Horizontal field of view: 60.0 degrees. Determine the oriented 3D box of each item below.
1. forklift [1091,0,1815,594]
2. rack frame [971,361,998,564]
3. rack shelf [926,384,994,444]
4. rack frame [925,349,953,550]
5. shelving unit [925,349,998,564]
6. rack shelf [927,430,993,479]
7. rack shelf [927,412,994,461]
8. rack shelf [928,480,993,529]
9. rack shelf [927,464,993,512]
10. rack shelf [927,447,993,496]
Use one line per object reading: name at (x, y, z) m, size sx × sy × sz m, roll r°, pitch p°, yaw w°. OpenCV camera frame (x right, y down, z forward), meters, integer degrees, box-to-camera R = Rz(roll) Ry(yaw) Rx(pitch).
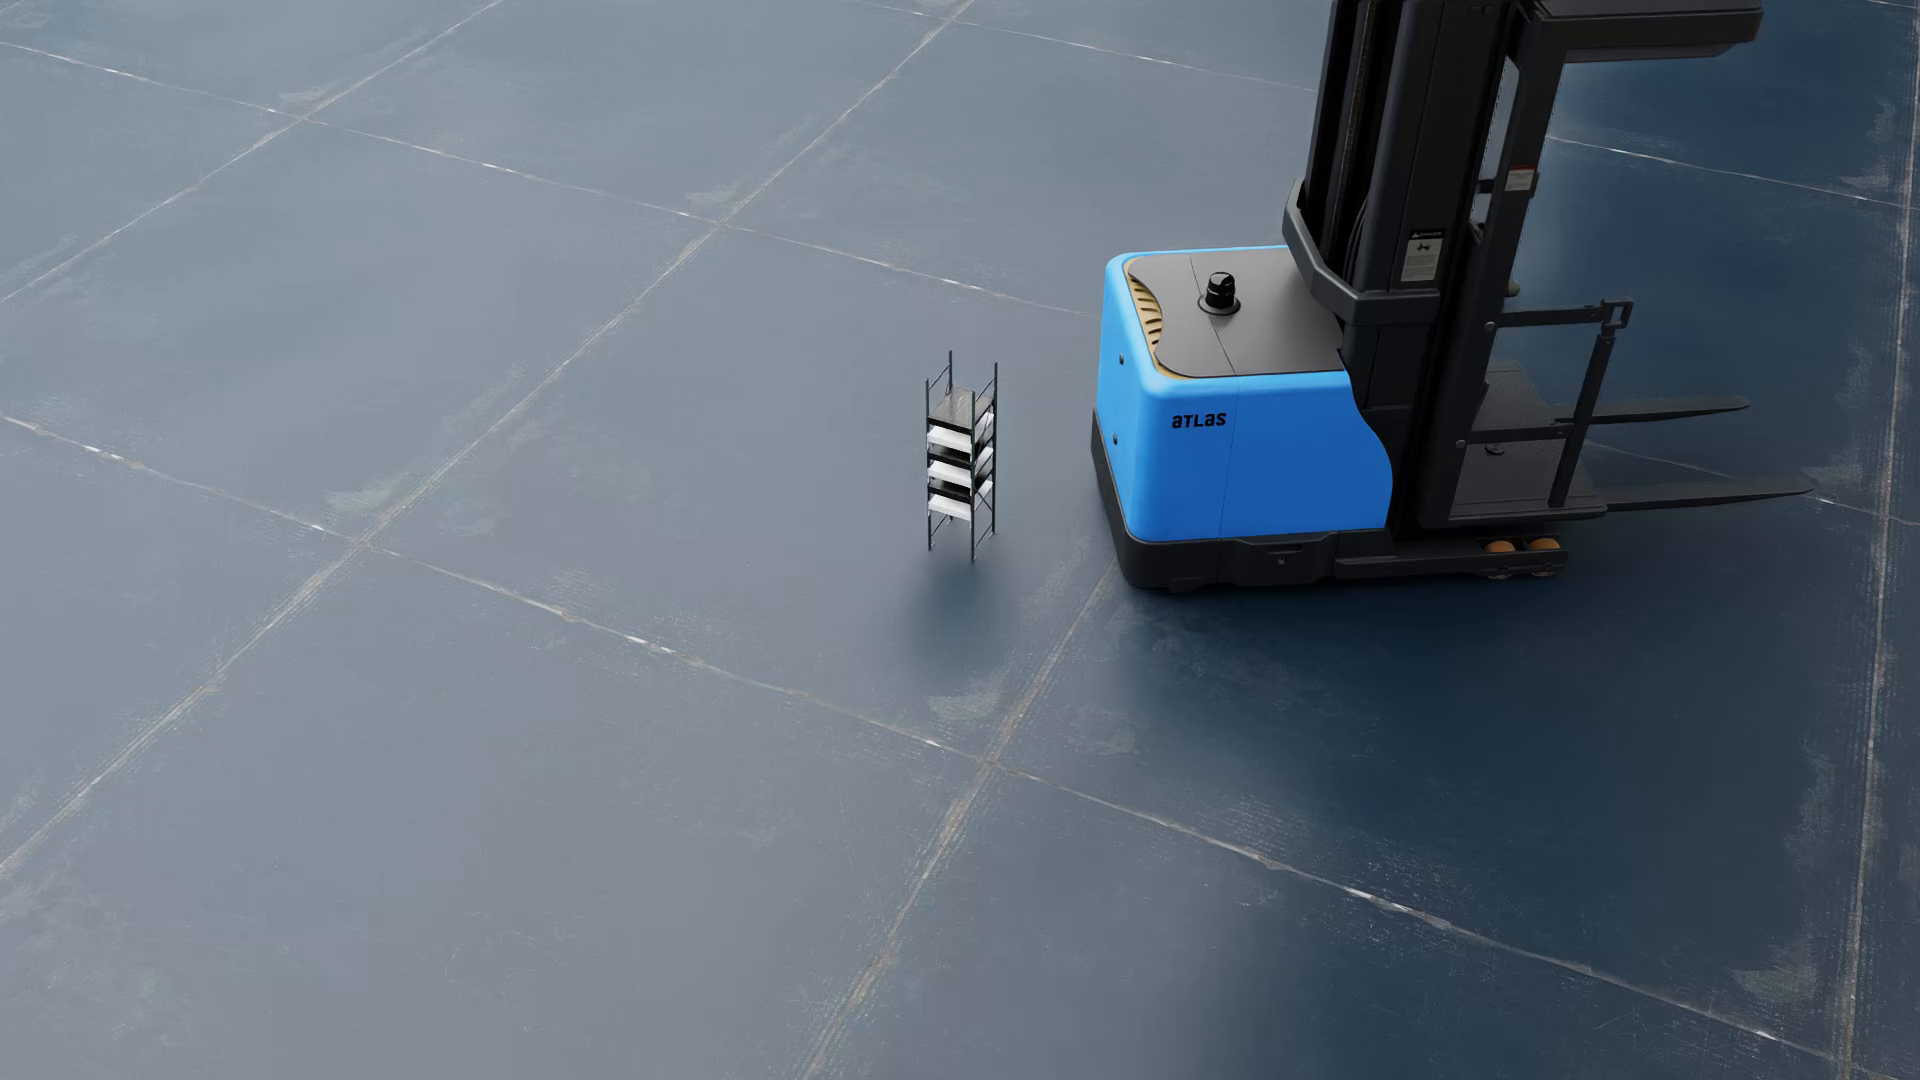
forklift at (2.147, -1.284, 6.493) m, size 3.031 × 2.935 × 1.130 m, roll -4°, pitch 41°, yaw -4°
rack frame at (0.099, -0.310, 6.920) m, size 0.006 × 0.900 × 0.240 m, roll 17°, pitch 44°, yaw 19°
rack shelf at (0.007, -0.517, 6.798) m, size 0.200 × 0.077 × 0.258 m, roll 17°, pitch 44°, yaw 19°
rack frame at (-0.085, -0.366, 6.985) m, size 0.006 × 0.900 × 0.240 m, roll 17°, pitch 44°, yaw 19°
shelving unit at (0.007, -0.338, 6.953) m, size 0.210 × 0.900 × 0.258 m, roll 17°, pitch 44°, yaw 19°
rack shelf at (0.007, -0.381, 6.916) m, size 0.200 × 0.077 × 0.258 m, roll 17°, pitch 44°, yaw 19°
rack shelf at (0.007, -0.449, 6.857) m, size 0.200 × 0.077 × 0.258 m, roll 17°, pitch 44°, yaw 19°
rack shelf at (0.007, -0.177, 7.092) m, size 0.200 × 0.077 × 0.258 m, roll 17°, pitch 44°, yaw 19°
rack shelf at (0.007, -0.245, 7.033) m, size 0.200 × 0.077 × 0.258 m, roll 17°, pitch 44°, yaw 19°
rack shelf at (0.007, -0.313, 6.974) m, size 0.200 × 0.077 × 0.258 m, roll 17°, pitch 44°, yaw 19°
